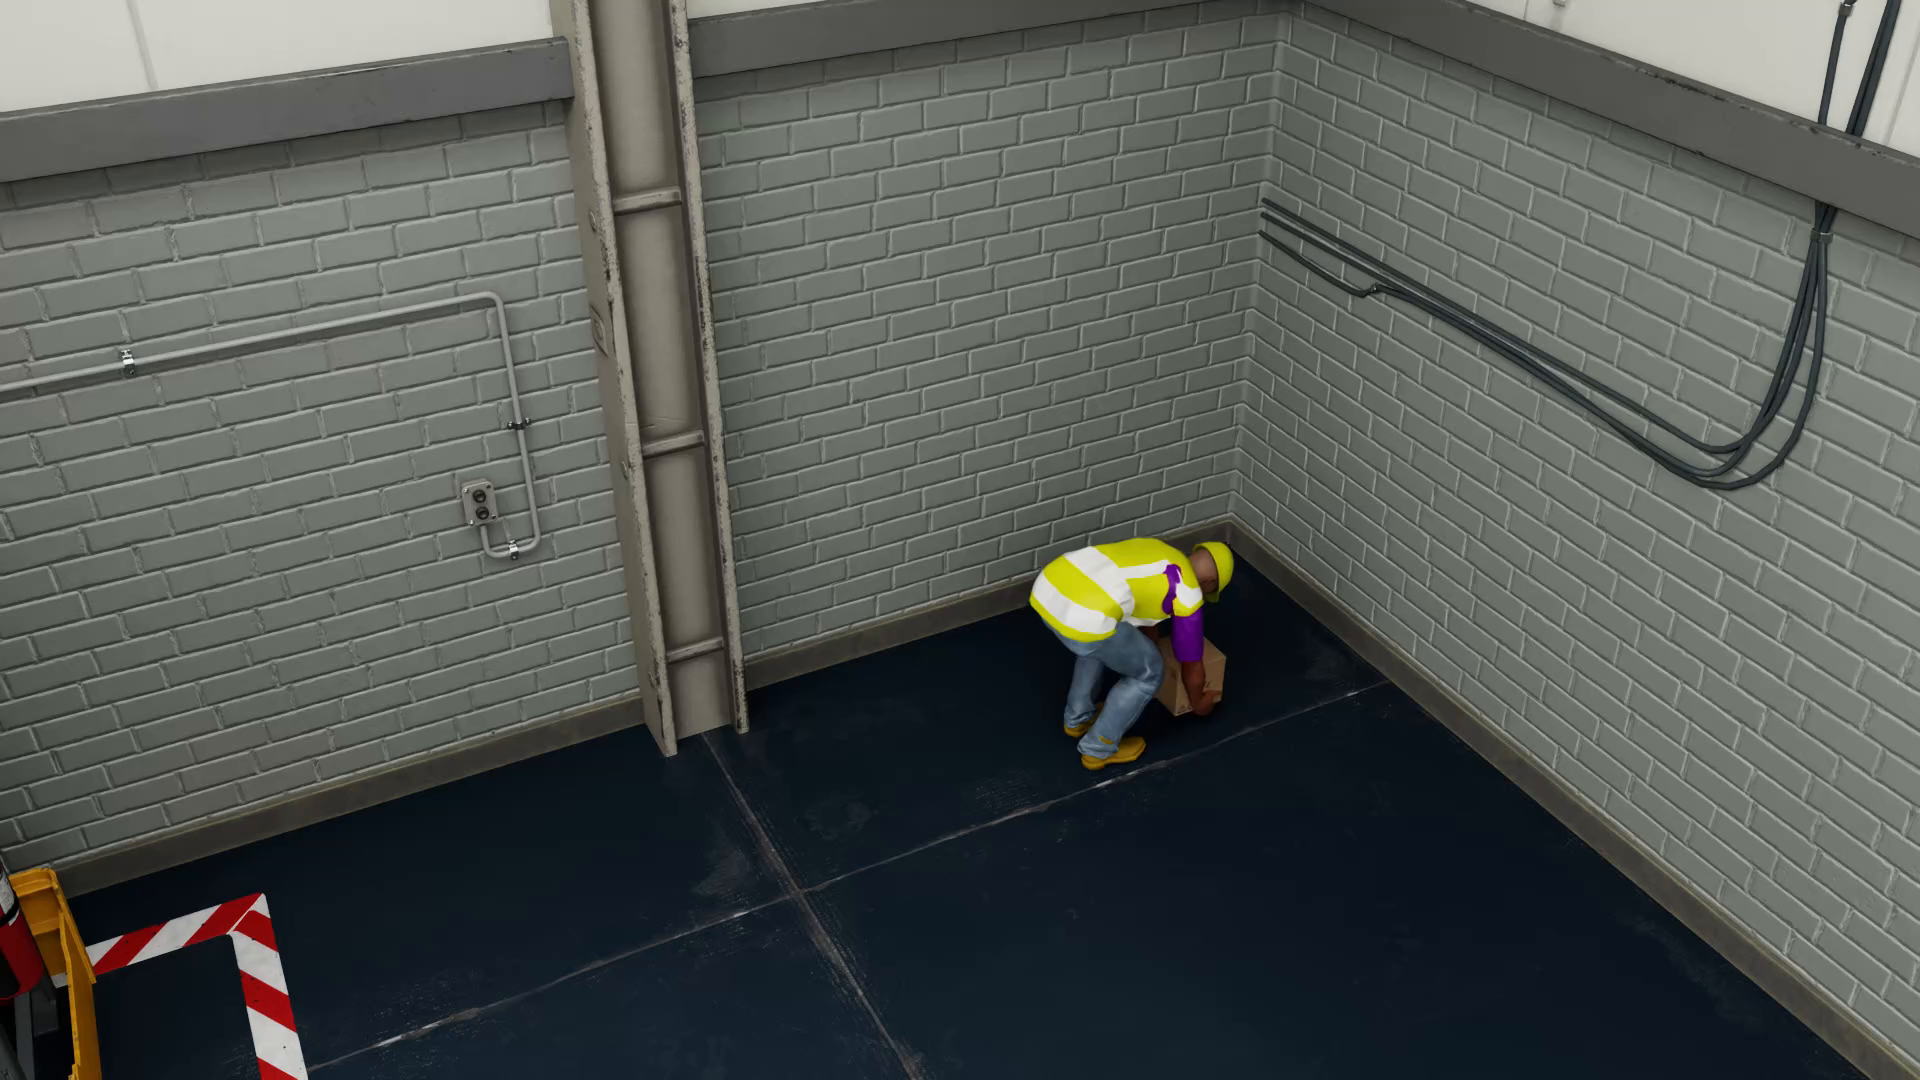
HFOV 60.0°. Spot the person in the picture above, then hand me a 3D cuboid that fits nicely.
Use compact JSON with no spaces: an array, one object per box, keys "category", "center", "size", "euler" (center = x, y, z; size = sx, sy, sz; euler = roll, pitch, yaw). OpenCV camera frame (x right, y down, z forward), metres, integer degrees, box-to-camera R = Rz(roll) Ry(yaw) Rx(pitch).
[{"category":"person","center":[0.769,0.398,7.174],"size":[0.978,1.031,0.498],"euler":[-18,37,-25]}]
